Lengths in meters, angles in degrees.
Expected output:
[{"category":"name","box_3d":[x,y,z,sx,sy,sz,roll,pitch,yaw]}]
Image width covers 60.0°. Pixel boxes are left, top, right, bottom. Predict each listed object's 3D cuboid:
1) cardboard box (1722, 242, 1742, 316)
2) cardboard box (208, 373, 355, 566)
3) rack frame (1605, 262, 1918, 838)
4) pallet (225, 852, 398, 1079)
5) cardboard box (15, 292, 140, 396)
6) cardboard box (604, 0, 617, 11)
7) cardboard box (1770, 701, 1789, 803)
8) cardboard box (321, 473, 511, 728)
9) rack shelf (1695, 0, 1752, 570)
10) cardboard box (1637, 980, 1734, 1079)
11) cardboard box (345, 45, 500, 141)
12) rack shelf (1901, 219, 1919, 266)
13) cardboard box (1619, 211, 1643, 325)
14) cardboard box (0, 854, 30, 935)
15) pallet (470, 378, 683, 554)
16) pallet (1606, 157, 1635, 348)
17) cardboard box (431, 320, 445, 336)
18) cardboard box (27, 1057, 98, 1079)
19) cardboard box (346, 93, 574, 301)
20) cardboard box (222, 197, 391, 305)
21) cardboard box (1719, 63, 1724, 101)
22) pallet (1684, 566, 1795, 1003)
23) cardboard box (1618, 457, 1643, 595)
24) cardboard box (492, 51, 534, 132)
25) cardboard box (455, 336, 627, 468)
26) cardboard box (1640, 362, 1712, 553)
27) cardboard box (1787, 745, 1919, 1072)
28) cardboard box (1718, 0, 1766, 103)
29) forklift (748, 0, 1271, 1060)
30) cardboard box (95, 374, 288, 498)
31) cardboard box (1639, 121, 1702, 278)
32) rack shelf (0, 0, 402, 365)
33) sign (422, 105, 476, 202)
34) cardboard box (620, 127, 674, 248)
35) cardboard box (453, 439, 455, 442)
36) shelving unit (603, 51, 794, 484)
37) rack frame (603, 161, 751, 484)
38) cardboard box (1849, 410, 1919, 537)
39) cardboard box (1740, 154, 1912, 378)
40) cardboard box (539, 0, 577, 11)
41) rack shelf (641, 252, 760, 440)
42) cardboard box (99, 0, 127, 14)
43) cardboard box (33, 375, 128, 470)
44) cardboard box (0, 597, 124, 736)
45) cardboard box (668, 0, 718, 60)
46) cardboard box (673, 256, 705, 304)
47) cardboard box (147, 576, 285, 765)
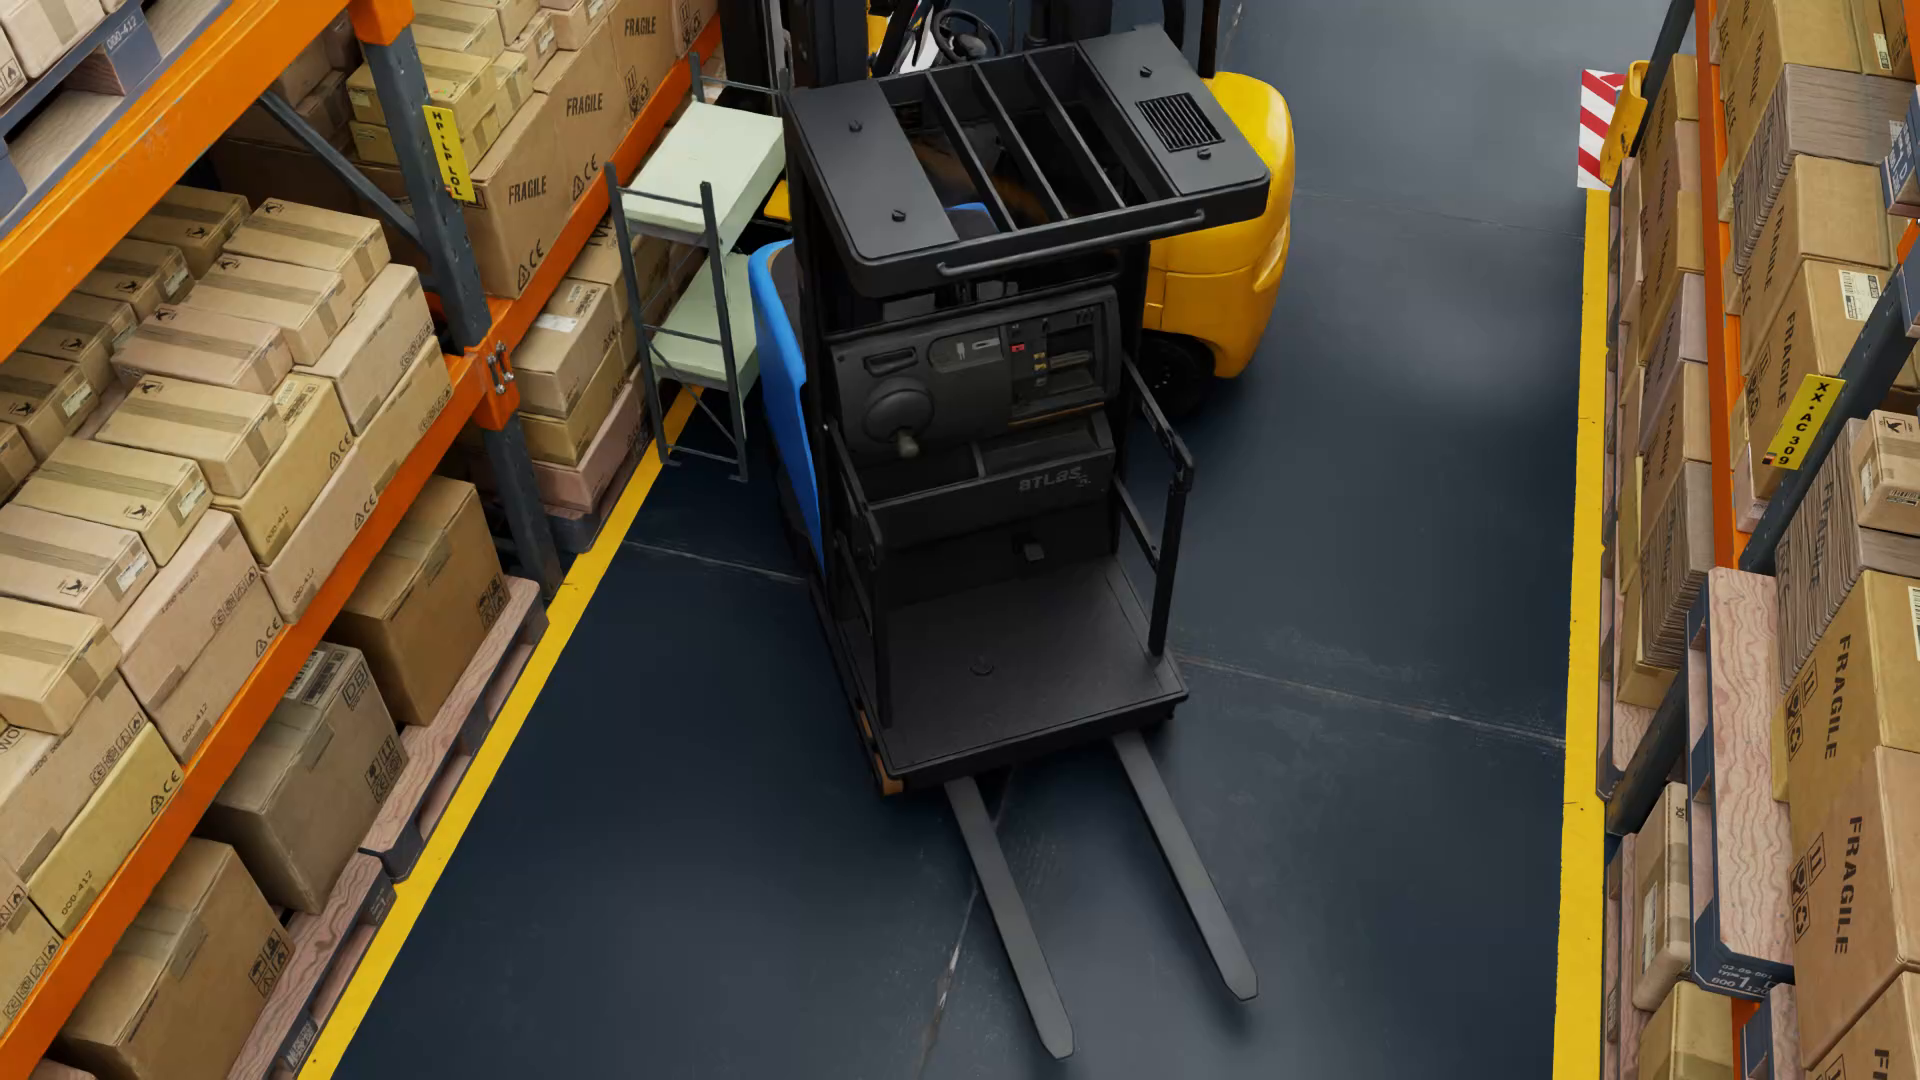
[{"category":"cardboard box","box_3d":[2.792,-0.863,5.597,0.380,0.149,0.250,11,49,9]},{"category":"cardboard box","box_3d":[-2.064,-0.231,4.639,0.500,0.250,0.500,10,49,9]},{"category":"rack frame","box_3d":[2.737,0.082,4.596,1.000,3.000,0.127,12,50,10]},{"category":"pallet","box_3d":[-2.528,1.454,5.245,1.003,0.211,1.213,12,50,10]},{"category":"cardboard box","box_3d":[-2.540,-0.566,4.669,0.380,0.149,0.250,11,50,10]},{"category":"cardboard box","box_3d":[-1.400,-2.056,5.983,0.380,0.149,0.250,11,50,10]},{"category":"cardboard box","box_3d":[2.213,0.543,4.077,0.380,0.149,0.250,12,50,11]},{"category":"cardboard box","box_3d":[-2.179,0.132,5.856,0.875,0.625,0.625,14,50,12]},{"category":"rack shelf","box_3d":[3.264,-1.126,6.142,1.077,0.370,4.000,12,50,10]},{"category":"cardboard box","box_3d":[2.416,1.713,4.629,0.950,0.372,0.625,14,50,12]},{"category":"cardboard box","box_3d":[-1.682,-1.413,5.217,0.380,0.149,0.250,12,50,11]},{"category":"rack shelf","box_3d":[2.211,0.774,2.464,1.077,0.370,4.000,12,50,10]},{"category":"cardboard box","box_3d":[3.169,-1.144,7.231,0.500,0.250,0.500,13,50,11]},{"category":"cardboard box","box_3d":[-2.465,0.873,3.664,0.500,0.250,0.500,10,49,9]},{"category":"pallet","box_3d":[-1.803,-0.539,7.004,1.003,0.211,1.213,12,50,10]},{"category":"pallet","box_3d":[3.522,-1.253,7.634,1.003,0.211,1.213,12,50,10]},{"category":"cardboard box","box_3d":[-2.110,-0.849,6.304,0.500,0.250,0.500,12,50,11]},{"category":"cardboard box","box_3d":[-2.764,1.723,4.451,0.875,0.625,0.625,13,50,11]},{"category":"cardboard box","box_3d":[-1.684,-1.197,5.658,0.500,0.500,0.500,10,49,9]},{"category":"cardboard box","box_3d":[-1.928,-0.851,4.920,0.380,0.149,0.250,13,50,11]},{"category":"cardboard box","box_3d":[3.153,-1.793,6.419,0.380,0.149,0.250,13,50,11]},{"category":"pallet","box_3d":[2.396,0.670,4.205,1.003,0.211,1.213,12,50,10]},{"category":"cardboard box","box_3d":[2.764,-0.015,6.235,0.500,0.250,0.500,10,49,9]},{"category":"cardboard box","box_3d":[-1.648,-1.509,5.500,0.380,0.149,0.250,13,50,11]},{"category":"cardboard box","box_3d":[-1.627,-0.578,6.399,0.500,0.250,0.500,11,50,10]},{"category":"cardboard box","box_3d":[2.766,-0.244,5.937,0.500,0.500,0.500,12,50,11]},{"category":"cardboard box","box_3d":[2.062,0.812,3.407,0.500,0.500,0.500,11,50,10]},{"category":"cardboard box","box_3d":[3.132,-1.911,6.089,0.500,0.500,0.500,11,49,9]},{"category":"forklift","box_3d":[0.133,-0.417,5.082,1.130,2.935,3.031,-14,50,-12]},{"category":"cardboard box","box_3d":[-2.035,-0.278,4.414,0.380,0.149,0.250,10,49,9]},{"category":"cardboard box","box_3d":[3.172,-1.363,6.925,0.500,0.500,0.500,10,49,9]},{"category":"rack shelf","box_3d":[-2.579,-0.202,3.326,1.077,0.370,4.000,12,50,10]},{"category":"sign","box_3d":[-1.527,-1.151,4.965,0.100,0.325,0.005,12,50,10]},{"category":"cardboard box","box_3d":[-1.358,-1.473,6.855,0.500,0.250,0.500,13,50,11]},{"category":"cardboard box","box_3d":[-2.122,-0.682,6.490,0.500,0.250,0.500,11,49,9]},{"category":"shelving unit","box_3d":[-0.947,-1.043,6.588,0.431,1.500,0.755,14,50,11]},{"category":"rack frame","box_3d":[-1.058,-0.781,6.357,0.400,1.500,0.023,14,50,11]},{"category":"cardboard box","box_3d":[2.272,-0.132,3.807,0.380,0.149,0.250,11,50,10]},{"category":"cardboard box","box_3d":[2.743,-0.793,5.103,0.500,0.500,0.500,13,50,11]},{"category":"cardboard box","box_3d":[-1.475,-1.972,5.711,0.380,0.149,0.250,13,50,11]},{"category":"rack shelf","box_3d":[-0.948,-0.827,6.833,0.431,0.370,0.720,14,50,11]},{"category":"cardboard box","box_3d":[-2.008,-1.458,3.667,0.500,0.311,0.500,10,49,9]},{"category":"cardboard box","box_3d":[-2.575,-0.332,4.728,0.500,0.250,0.500,11,50,10]},{"category":"cardboard box","box_3d":[-2.231,0.286,3.917,0.380,0.149,0.250,10,49,9]},{"category":"cardboard box","box_3d":[-1.278,-2.303,6.634,0.500,0.500,0.500,12,50,10]},{"category":"cardboard box","box_3d":[-1.367,-1.153,7.240,0.500,0.250,0.500,12,50,11]},{"category":"cardboard box","box_3d":[-2.220,0.289,4.513,0.500,0.250,0.500,12,50,10]}]
